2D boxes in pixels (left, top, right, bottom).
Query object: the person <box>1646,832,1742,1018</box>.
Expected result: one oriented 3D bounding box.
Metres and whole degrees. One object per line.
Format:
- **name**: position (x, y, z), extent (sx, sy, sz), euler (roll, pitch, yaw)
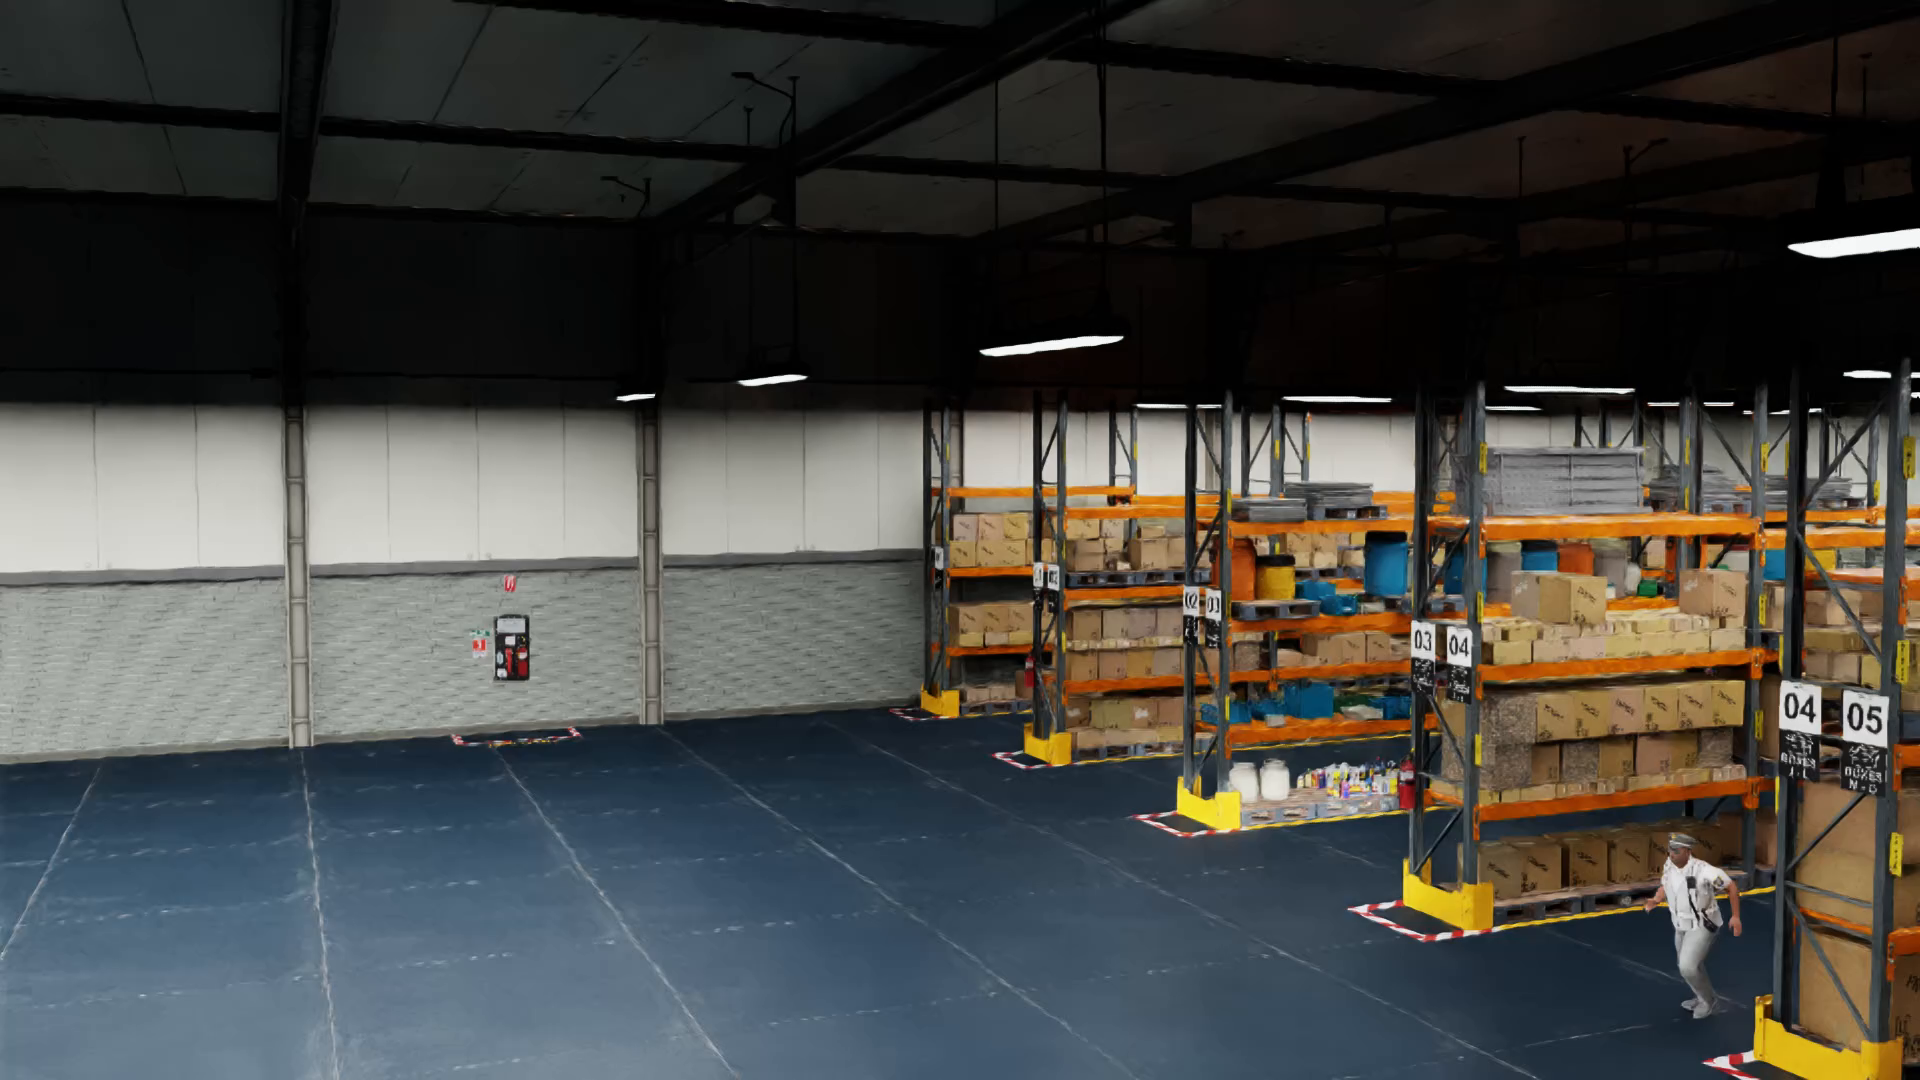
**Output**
- **person**: position (6.559, 3.445, 14.916), extent (0.819, 1.690, 0.669), euler (-1, 4, -17)
